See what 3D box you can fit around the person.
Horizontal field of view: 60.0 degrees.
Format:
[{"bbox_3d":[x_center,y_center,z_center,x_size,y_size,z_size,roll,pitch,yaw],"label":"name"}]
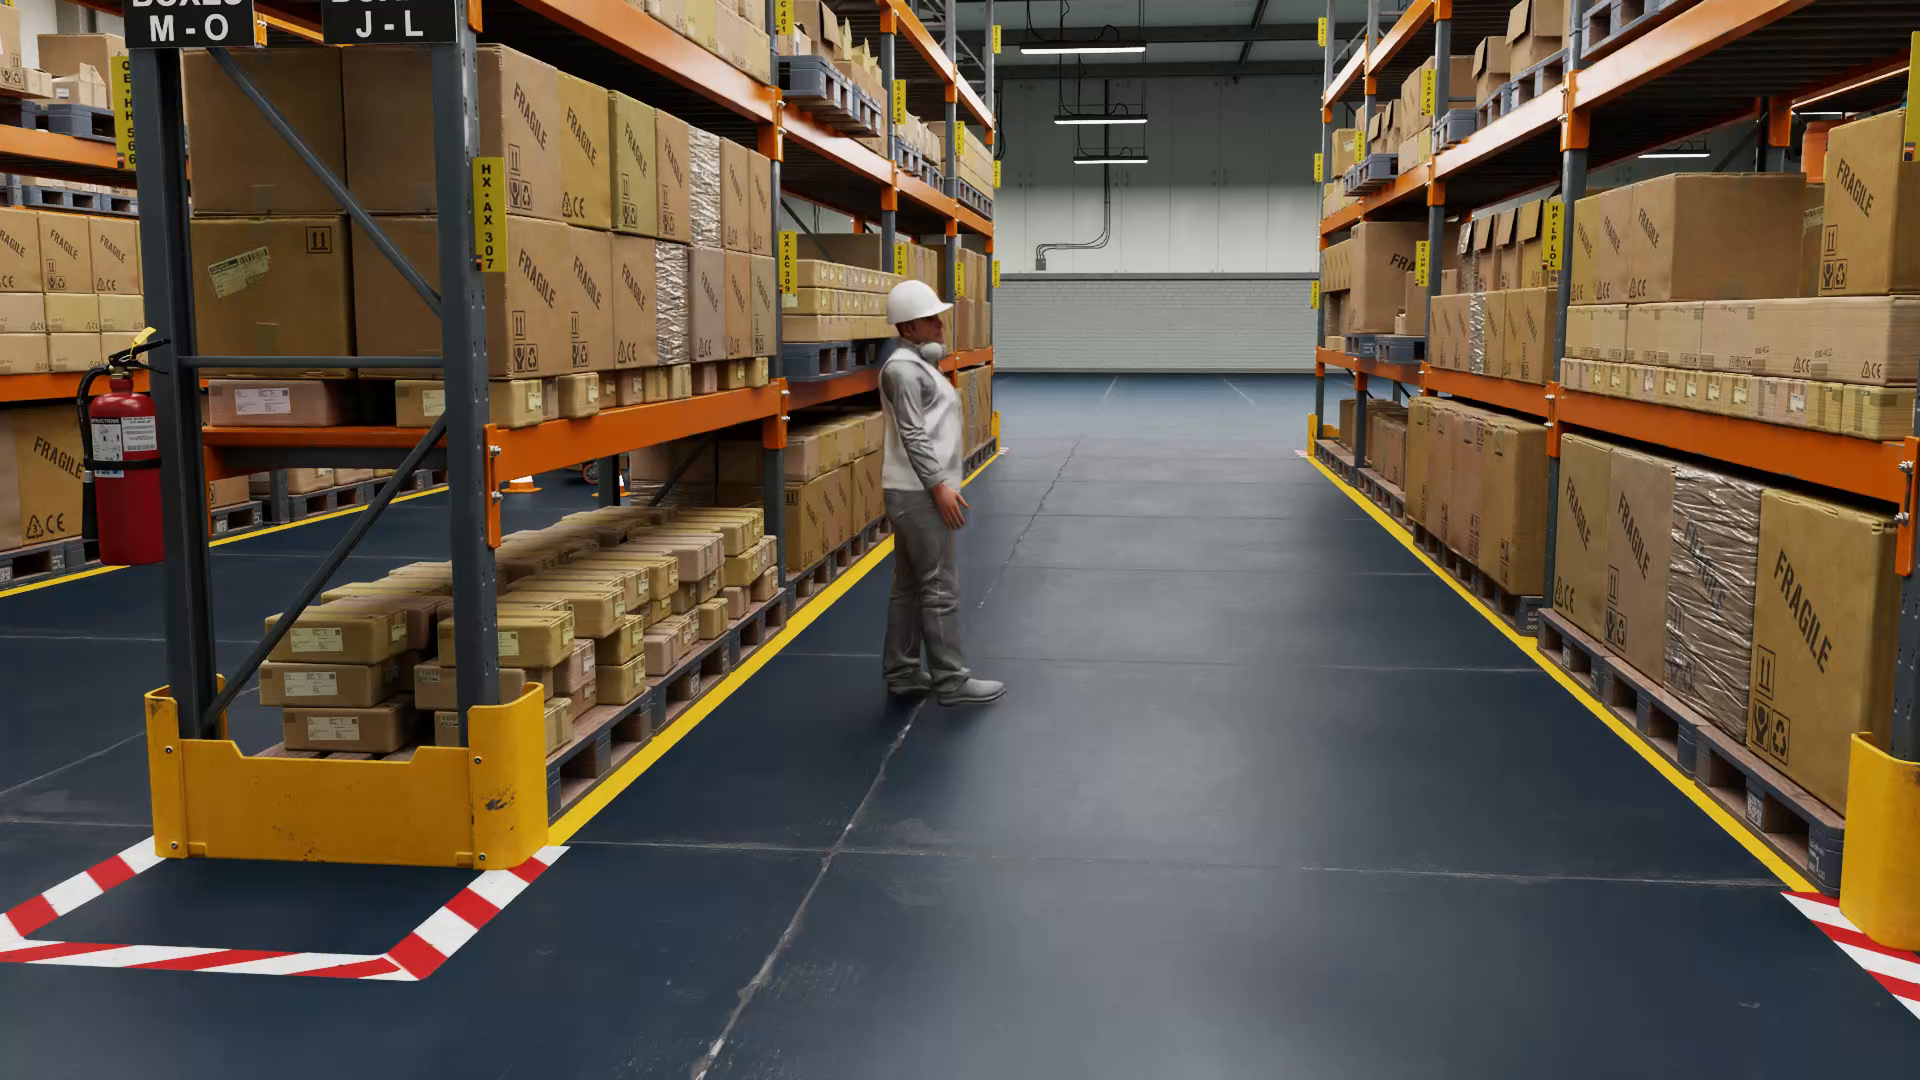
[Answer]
[{"bbox_3d":[-0.070,-0.198,7.030,0.535,1.776,0.577,0,8,0],"label":"person"}]
